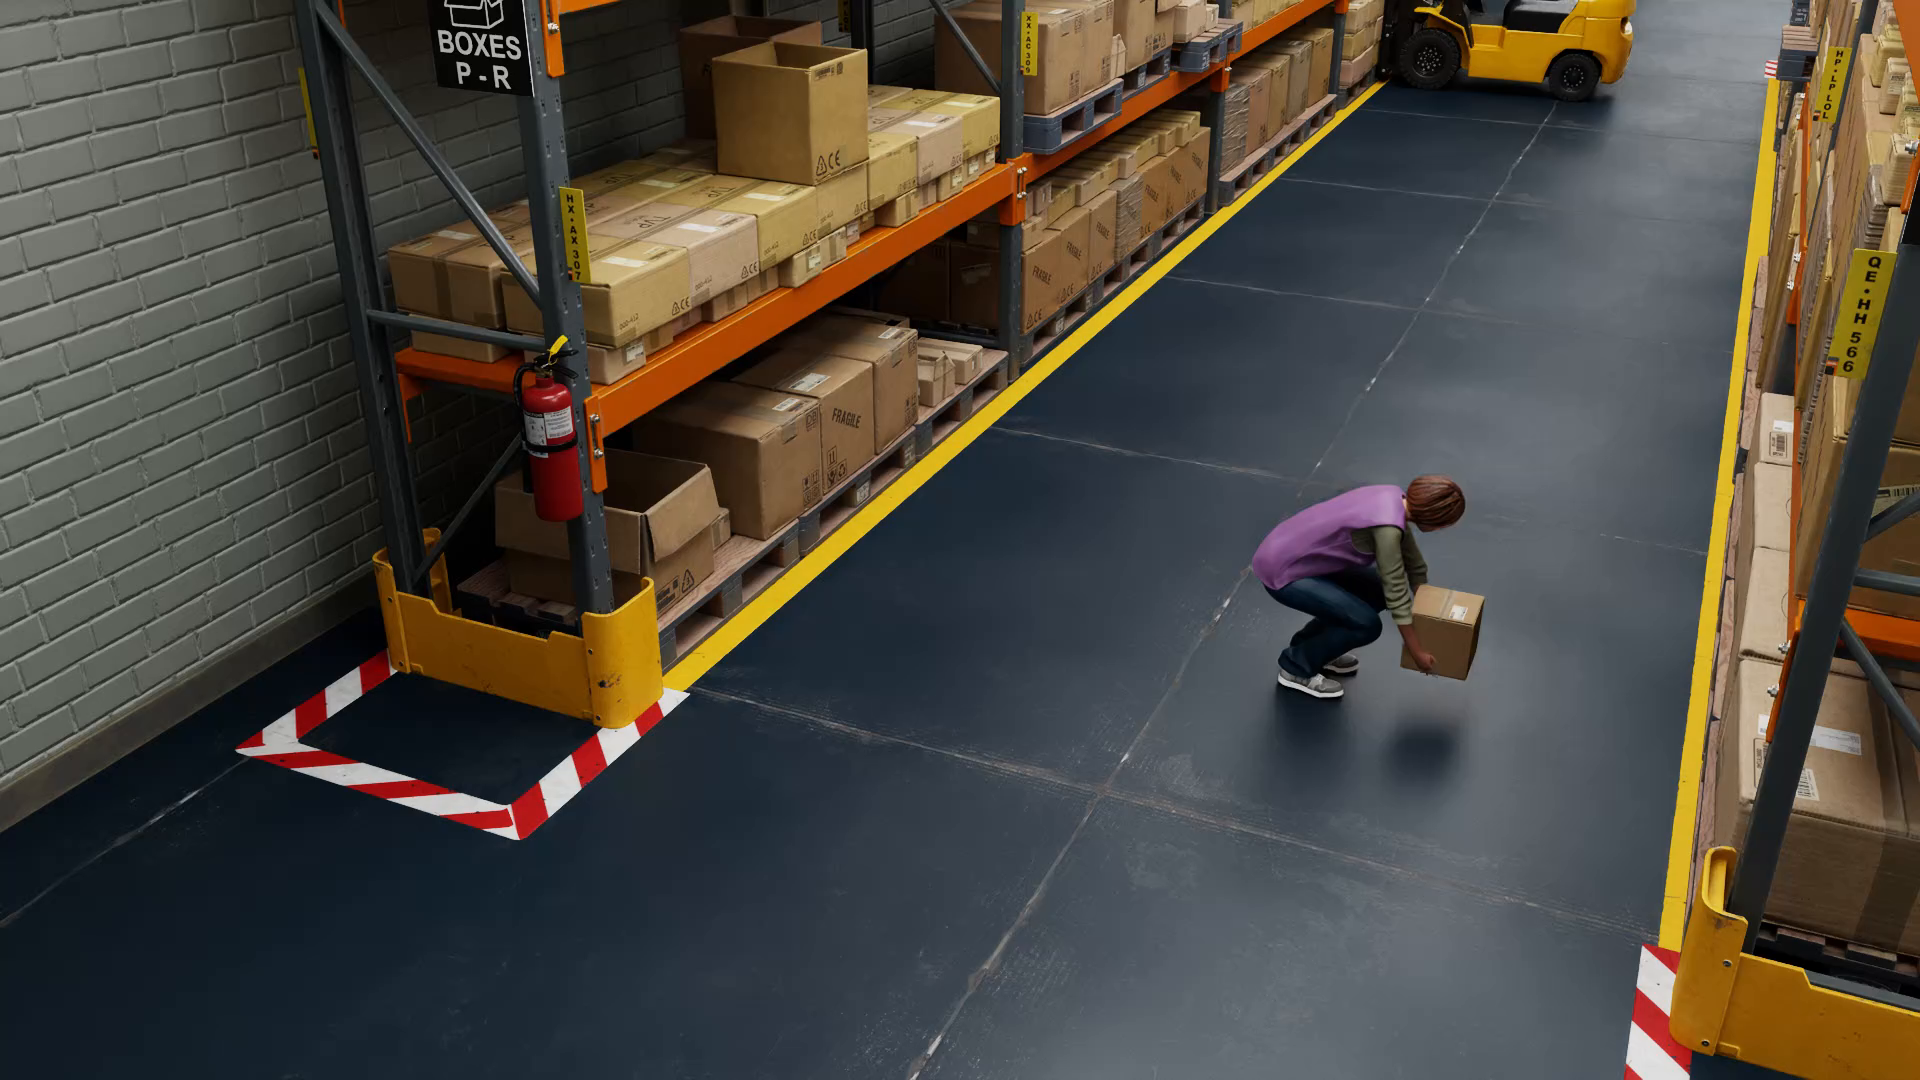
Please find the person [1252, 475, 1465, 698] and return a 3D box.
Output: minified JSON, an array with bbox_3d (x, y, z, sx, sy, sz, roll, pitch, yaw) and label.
[{"bbox_3d":[1.554,0.155,6.563,0.789,0.933,0.448,11,29,22],"label":"person"}]
